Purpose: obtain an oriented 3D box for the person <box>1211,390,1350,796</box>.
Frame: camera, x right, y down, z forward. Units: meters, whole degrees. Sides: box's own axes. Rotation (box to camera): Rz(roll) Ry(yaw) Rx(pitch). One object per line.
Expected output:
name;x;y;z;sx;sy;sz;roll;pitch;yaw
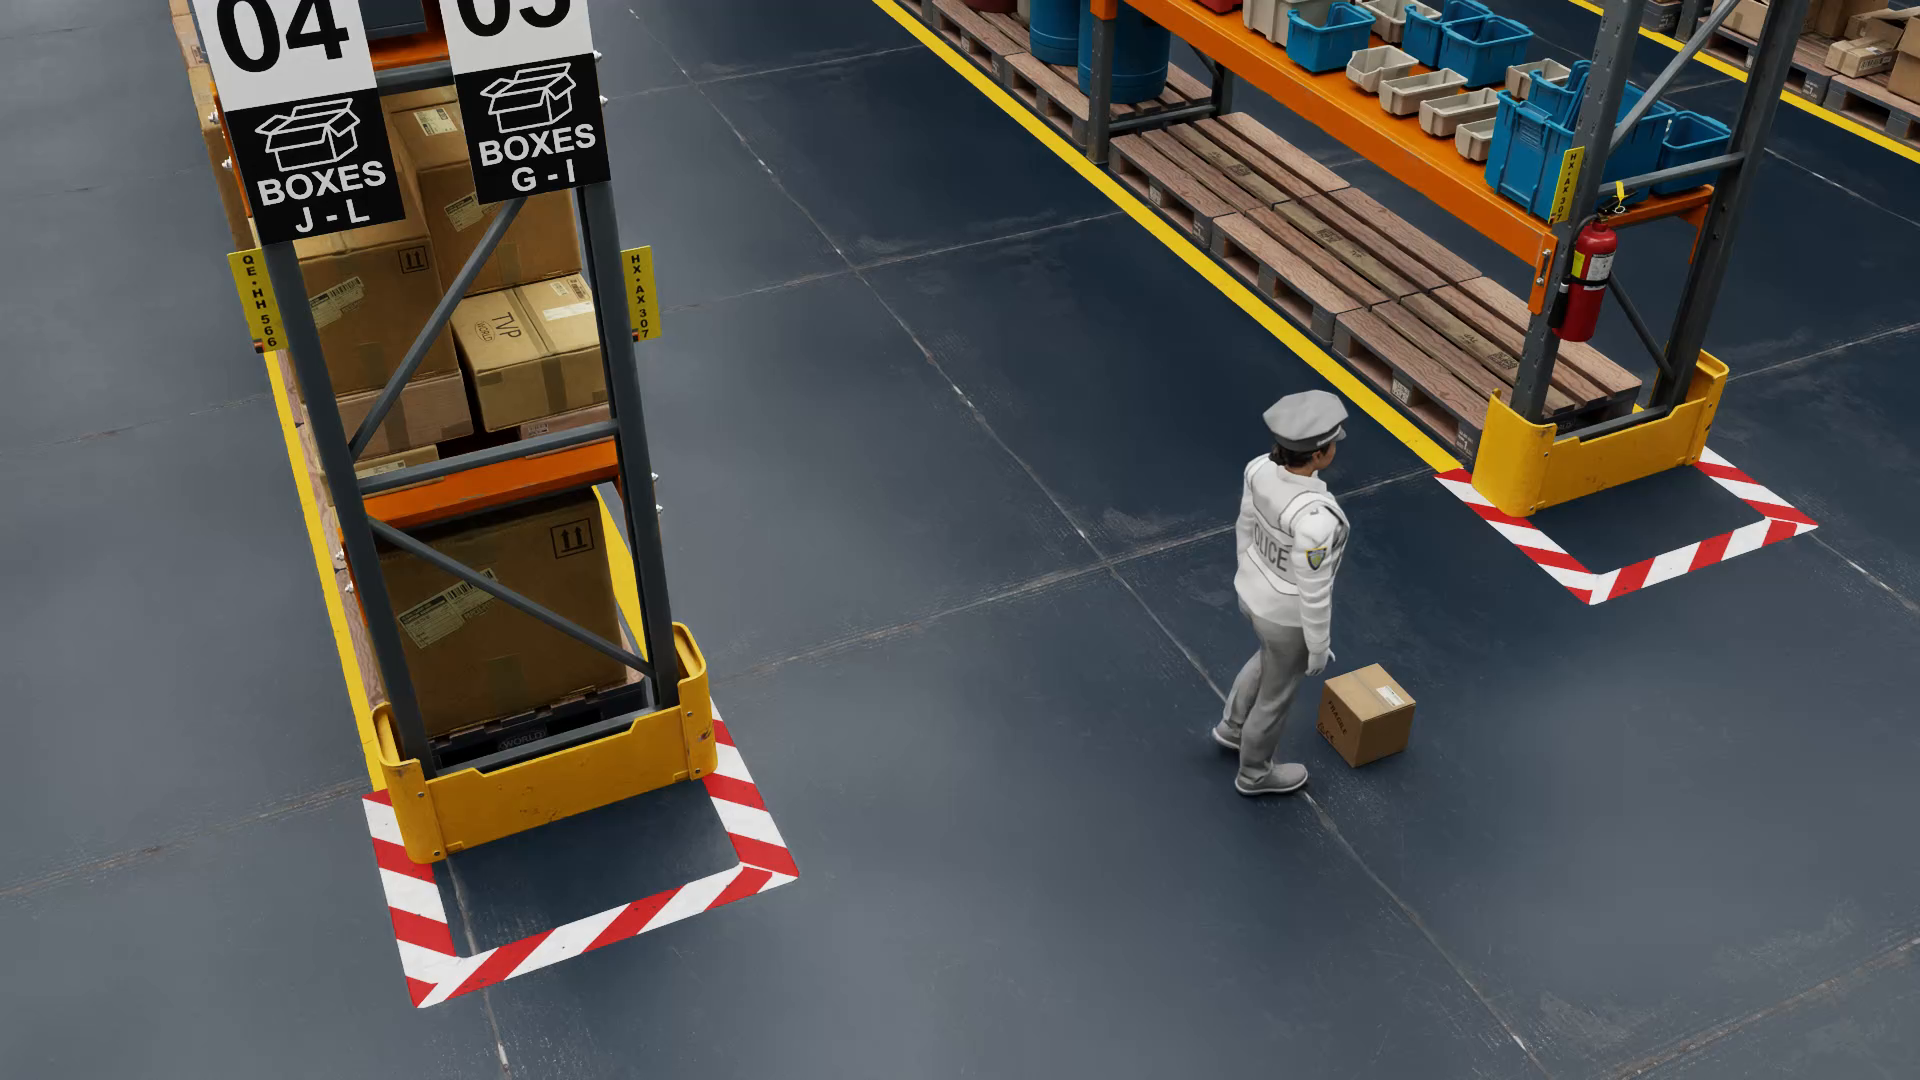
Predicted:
person;1.142;0.256;5.827;0.334;1.712;0.516;-11;39;-14
